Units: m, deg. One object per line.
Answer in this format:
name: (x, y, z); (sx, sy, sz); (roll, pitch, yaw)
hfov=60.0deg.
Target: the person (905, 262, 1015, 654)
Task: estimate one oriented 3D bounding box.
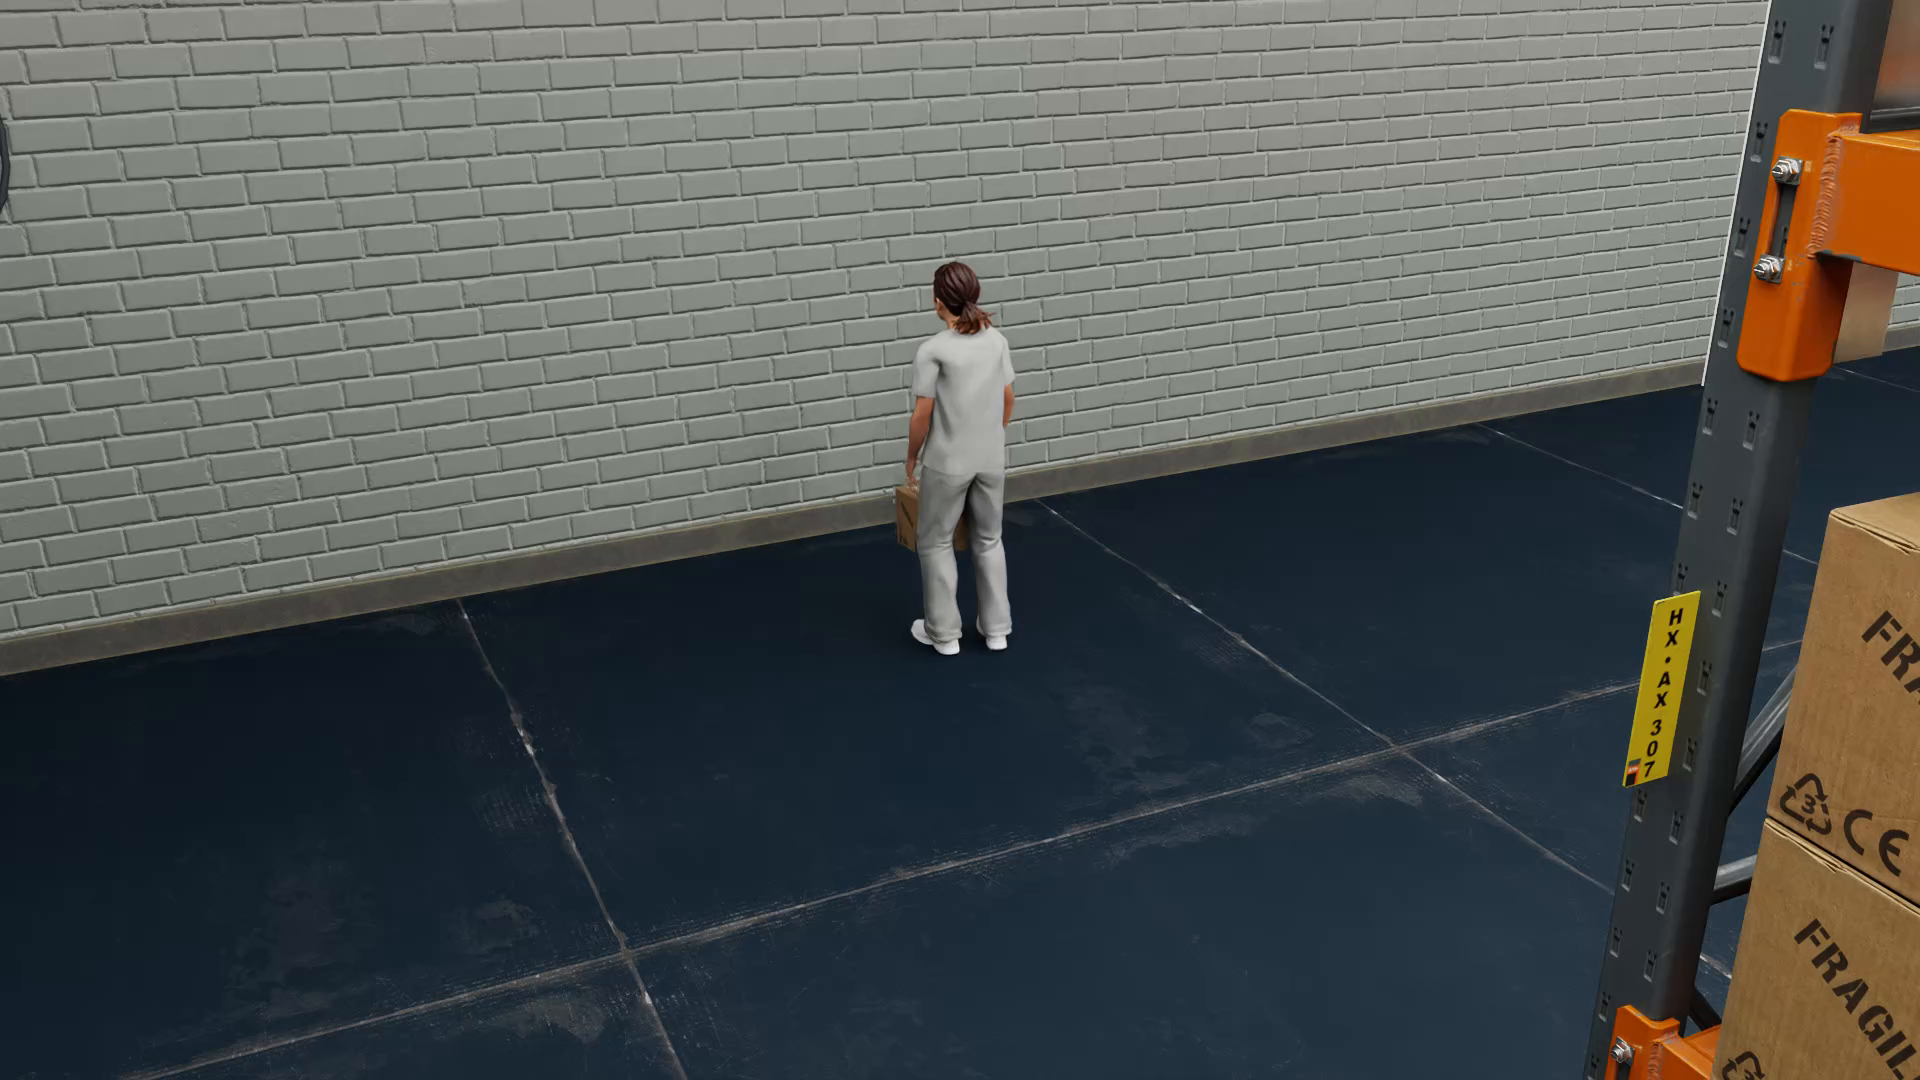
person: (-0.011, -0.324, 6.880); (0.475, 1.676, 0.415); (-11, 25, -25)
